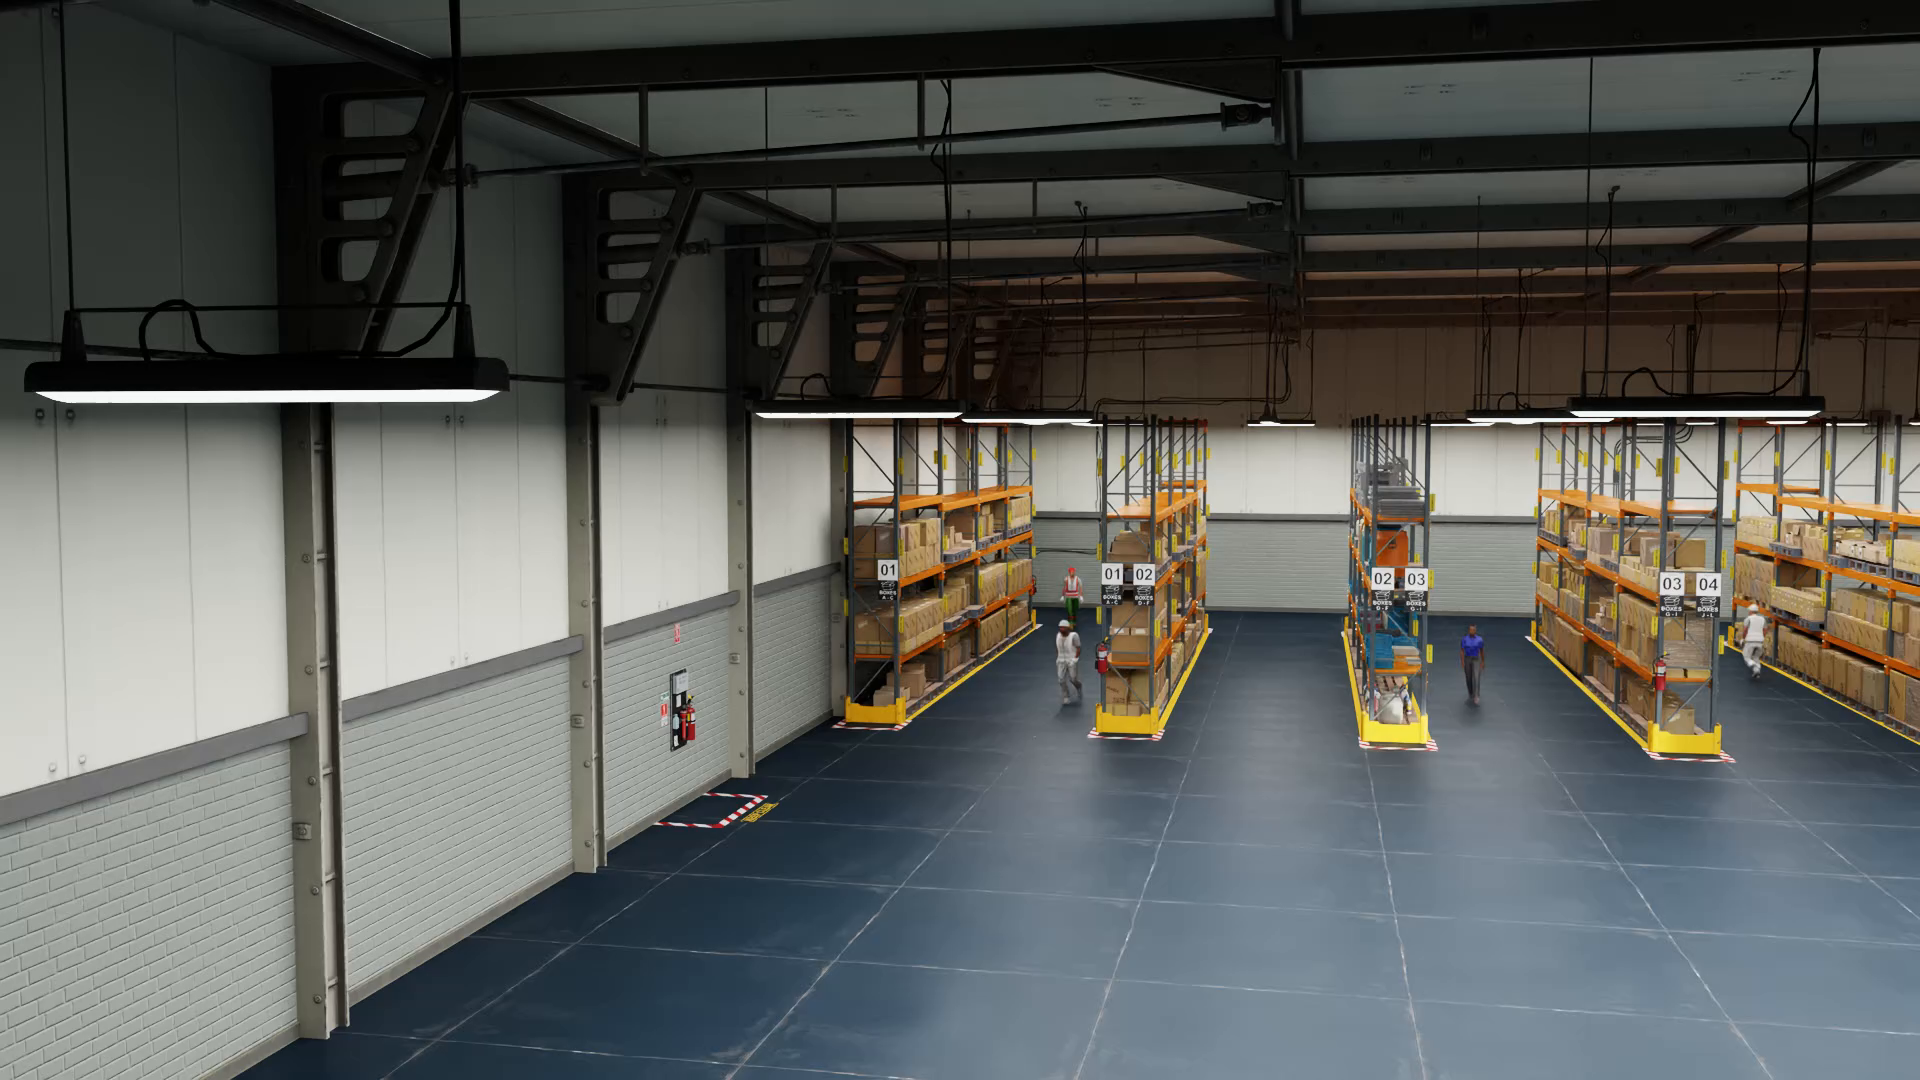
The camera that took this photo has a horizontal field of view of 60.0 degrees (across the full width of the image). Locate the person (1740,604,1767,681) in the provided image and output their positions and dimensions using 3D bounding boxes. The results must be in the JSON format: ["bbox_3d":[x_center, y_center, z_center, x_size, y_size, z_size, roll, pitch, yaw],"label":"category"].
[{"bbox_3d":[18.129,2.342,37.876,0.606,1.725,0.749,0,4,-1],"label":"person"}]

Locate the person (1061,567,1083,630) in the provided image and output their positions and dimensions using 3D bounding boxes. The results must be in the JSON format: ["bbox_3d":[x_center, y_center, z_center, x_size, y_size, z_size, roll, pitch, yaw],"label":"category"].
[{"bbox_3d":[3.228,1.658,47.663,0.603,1.753,0.964,0,4,-5],"label":"person"}]

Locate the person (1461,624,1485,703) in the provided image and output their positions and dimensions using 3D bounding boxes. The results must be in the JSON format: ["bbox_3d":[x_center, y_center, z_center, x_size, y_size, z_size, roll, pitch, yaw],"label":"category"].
[{"bbox_3d":[10.722,2.570,34.831,0.474,1.616,0.919,2,4,26],"label":"person"}]

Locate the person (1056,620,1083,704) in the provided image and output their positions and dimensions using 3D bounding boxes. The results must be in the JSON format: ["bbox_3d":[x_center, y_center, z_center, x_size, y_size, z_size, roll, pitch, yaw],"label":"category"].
[{"bbox_3d":[2.273,2.534,34.802,0.601,1.744,0.684,2,4,25],"label":"person"}]
